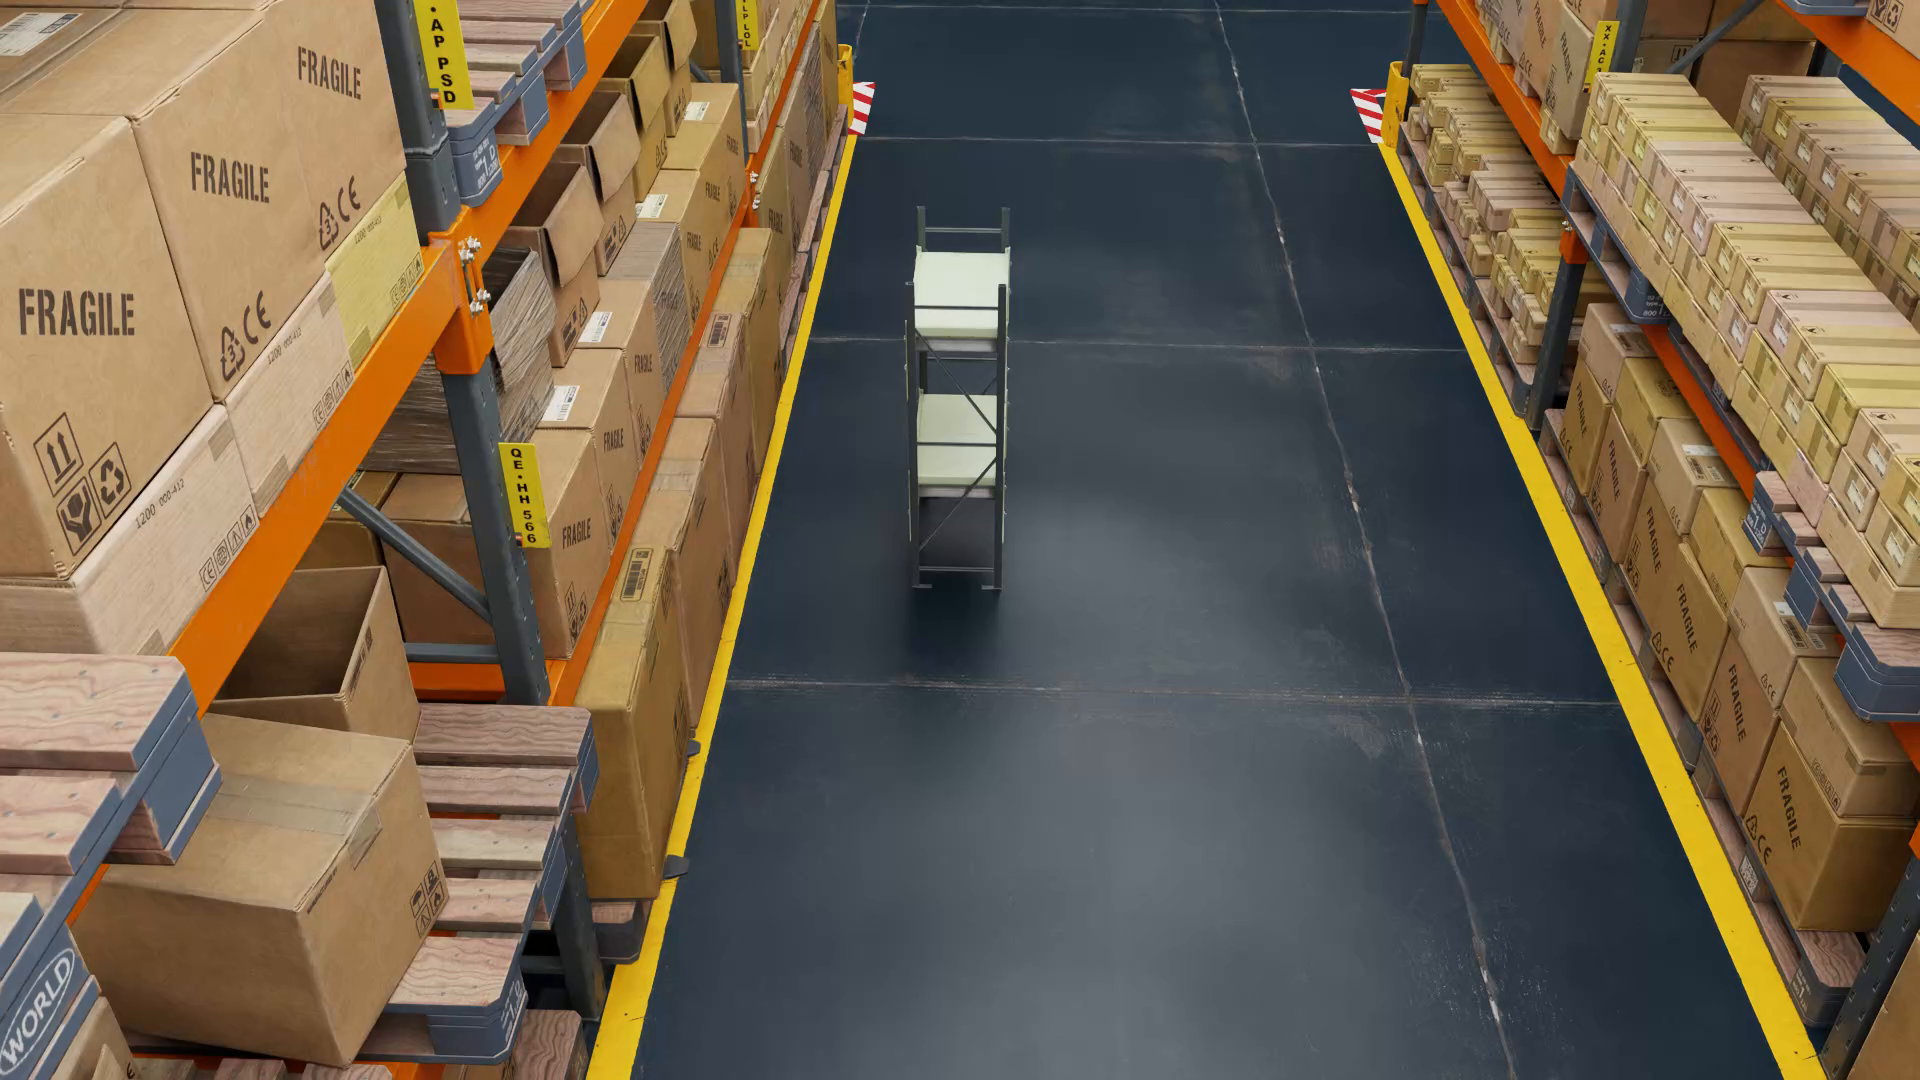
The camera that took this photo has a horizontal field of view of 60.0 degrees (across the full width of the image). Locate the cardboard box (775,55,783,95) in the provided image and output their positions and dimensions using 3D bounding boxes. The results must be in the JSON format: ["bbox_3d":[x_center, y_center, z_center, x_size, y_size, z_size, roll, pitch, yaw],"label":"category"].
[{"bbox_3d":[-1.152,-2.491,8.905,0.380,0.149,0.250,0,35,1],"label":"cardboard box"}]

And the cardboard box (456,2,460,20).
[{"bbox_3d":[-1.734,-1.474,4.174,0.797,0.503,0.637,3,35,5],"label":"cardboard box"}]

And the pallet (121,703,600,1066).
[{"bbox_3d":[-1.608,0.810,4.155,1.213,0.211,1.003,1,35,2],"label":"pallet"}]

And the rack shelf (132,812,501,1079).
[{"bbox_3d":[-1.767,1.763,3.258,1.077,0.370,4.000,1,35,2],"label":"rack shelf"}]

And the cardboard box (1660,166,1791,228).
[{"bbox_3d":[2.911,-1.305,6.333,0.380,0.149,0.250,1,35,1],"label":"cardboard box"}]

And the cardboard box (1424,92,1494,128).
[{"bbox_3d":[3.198,-2.757,10.660,0.380,0.149,0.250,1,35,2],"label":"cardboard box"}]

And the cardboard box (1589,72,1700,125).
[{"bbox_3d":[2.951,-1.902,7.184,0.380,0.149,0.250,3,35,4],"label":"cardboard box"}]

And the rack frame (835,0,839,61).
[{"bbox_3d":[-1.365,-4.277,11.226,1.000,3.000,0.127,1,35,2],"label":"rack frame"}]

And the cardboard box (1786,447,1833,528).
[{"bbox_3d":[2.848,-0.161,5.224,0.380,0.149,0.250,2,35,3],"label":"cardboard box"}]

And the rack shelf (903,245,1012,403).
[{"bbox_3d":[0.000,-0.929,7.089,0.431,0.370,0.720,1,35,2],"label":"rack shelf"}]

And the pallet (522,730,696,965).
[{"bbox_3d":[-1.579,1.009,6.130,1.003,0.211,1.213,1,35,2],"label":"pallet"}]

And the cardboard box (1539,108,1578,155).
[{"bbox_3d":[3.105,-2.023,8.238,0.380,0.149,0.250,0,35,1],"label":"cardboard box"}]

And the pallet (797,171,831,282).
[{"bbox_3d":[-1.371,-1.975,10.377,1.003,0.211,1.213,1,35,2],"label":"pallet"}]

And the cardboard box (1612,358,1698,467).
[{"bbox_3d":[3.114,-0.537,7.062,0.500,0.250,0.500,2,35,3],"label":"cardboard box"}]

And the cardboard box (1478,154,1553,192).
[{"bbox_3d":[3.279,-2.156,9.806,0.380,0.149,0.250,1,35,2],"label":"cardboard box"}]

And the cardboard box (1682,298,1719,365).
[{"bbox_3d":[2.891,-0.764,6.082,0.380,0.149,0.250,0,35,0],"label":"cardboard box"}]

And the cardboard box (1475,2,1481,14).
[{"bbox_3d":[3.305,-3.215,9.934,0.380,0.149,0.250,1,35,1],"label":"cardboard box"}]

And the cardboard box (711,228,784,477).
[{"bbox_3d":[-1.531,-0.913,7.923,1.225,0.875,0.875,1,35,2],"label":"cardboard box"}]

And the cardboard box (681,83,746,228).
[{"bbox_3d":[-1.271,-1.744,7.536,0.500,0.500,0.500,1,35,2],"label":"cardboard box"}]

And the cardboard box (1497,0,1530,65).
[{"bbox_3d":[3.207,-2.837,8.832,0.500,0.500,0.500,1,35,2],"label":"cardboard box"}]

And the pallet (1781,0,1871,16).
[{"bbox_3d":[3.257,-2.008,5.553,1.213,0.211,1.003,1,35,2],"label":"pallet"}]

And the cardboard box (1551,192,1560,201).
[{"bbox_3d":[3.793,-2.055,10.180,0.380,0.149,0.250,2,35,3],"label":"cardboard box"}]

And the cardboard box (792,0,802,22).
[{"bbox_3d":[-1.177,-3.169,9.522,0.500,0.250,0.500,1,35,2],"label":"cardboard box"}]

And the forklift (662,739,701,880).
[{"bbox_3d":[-2.467,-0.003,5.205,3.031,2.935,1.130,-2,35,-3],"label":"forklift"}]

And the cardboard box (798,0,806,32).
[{"bbox_3d":[-1.112,-3.083,9.747,0.380,0.149,0.250,2,35,3],"label":"cardboard box"}]

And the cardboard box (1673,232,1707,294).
[{"bbox_3d":[2.903,-1.027,6.197,0.380,0.149,0.250,1,35,1],"label":"cardboard box"}]

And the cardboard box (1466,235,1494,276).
[{"bbox_3d":[3.143,-1.639,9.588,0.380,0.149,0.250,1,35,2],"label":"cardboard box"}]

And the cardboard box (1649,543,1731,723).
[{"bbox_3d":[3.061,0.357,6.442,0.500,0.500,0.500,0,35,0],"label":"cardboard box"}]

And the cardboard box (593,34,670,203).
[{"bbox_3d":[-1.582,-1.669,6.556,0.797,0.503,0.637,2,35,2],"label":"cardboard box"}]

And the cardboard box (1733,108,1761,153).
[{"bbox_3d":[3.608,-1.763,7.245,0.380,0.149,0.250,2,35,3],"label":"cardboard box"}]

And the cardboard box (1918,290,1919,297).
[{"bbox_3d":[3.529,-0.836,5.667,0.380,0.149,0.250,2,35,3],"label":"cardboard box"}]

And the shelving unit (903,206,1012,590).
[{"bbox_3d":[0.000,-0.610,7.313,0.431,1.500,0.755,1,35,2],"label":"shelving unit"}]

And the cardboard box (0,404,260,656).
[{"bbox_3d":[-1.490,0.006,2.654,0.500,0.250,0.500,2,35,3],"label":"cardboard box"}]

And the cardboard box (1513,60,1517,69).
[{"bbox_3d":[3.255,-2.625,9.094,0.380,0.149,0.250,1,35,1],"label":"cardboard box"}]

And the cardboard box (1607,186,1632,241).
[{"bbox_3d":[2.932,-1.356,6.924,0.380,0.149,0.250,2,35,2],"label":"cardboard box"}]

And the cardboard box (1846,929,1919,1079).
[{"bbox_3d":[3.151,1.589,4.472,1.050,0.750,0.750,1,35,1],"label":"cardboard box"}]

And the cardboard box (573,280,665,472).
[{"bbox_3d":[-1.359,-0.585,5.887,0.500,0.500,0.500,1,35,1],"label":"cardboard box"}]

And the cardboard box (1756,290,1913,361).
[{"bbox_3d":[2.873,-0.699,5.472,0.380,0.149,0.250,1,35,2],"label":"cardboard box"}]

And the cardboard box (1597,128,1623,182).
[{"bbox_3d":[2.943,-1.632,7.058,0.380,0.149,0.250,1,35,1],"label":"cardboard box"}]

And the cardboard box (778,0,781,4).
[{"bbox_3d":[-1.207,-3.197,8.909,0.500,0.500,0.500,0,35,0],"label":"cardboard box"}]

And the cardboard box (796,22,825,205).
[{"bbox_3d":[-1.347,-2.687,10.447,0.875,0.875,0.875,1,35,2],"label":"cardboard box"}]

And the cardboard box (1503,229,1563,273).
[{"bbox_3d":[3.154,-1.556,8.952,0.380,0.149,0.250,1,35,1],"label":"cardboard box"}]

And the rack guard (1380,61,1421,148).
[{"bbox_3d":[3.584,-3.038,11.637,1.175,0.500,0.348,1,35,2],"label":"rack guard"}]

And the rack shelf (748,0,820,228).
[{"bbox_3d":[-1.445,-2.833,9.798,1.077,0.370,4.000,1,35,2],"label":"rack shelf"}]

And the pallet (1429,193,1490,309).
[{"bbox_3d":[3.464,-1.754,10.063,1.003,0.211,1.213,1,35,2],"label":"pallet"}]

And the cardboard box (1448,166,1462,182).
[{"bbox_3d":[3.280,-2.228,10.425,0.380,0.149,0.250,1,35,2],"label":"cardboard box"}]

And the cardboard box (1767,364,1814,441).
[{"bbox_3d":[2.858,-0.441,5.363,0.380,0.149,0.250,1,35,2],"label":"cardboard box"}]

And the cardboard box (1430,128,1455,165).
[{"bbox_3d":[3.202,-2.492,10.543,0.380,0.149,0.250,2,35,3],"label":"cardboard box"}]

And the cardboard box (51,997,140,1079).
[{"bbox_3d":[-1.983,1.167,3.246,0.500,0.250,0.500,0,35,1],"label":"cardboard box"}]

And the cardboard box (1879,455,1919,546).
[{"bbox_3d":[2.827,-0.112,4.637,0.380,0.149,0.250,0,35,0],"label":"cardboard box"}]

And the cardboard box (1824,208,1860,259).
[{"bbox_3d":[3.567,-1.163,6.390,0.380,0.149,0.250,0,35,-1],"label":"cardboard box"}]

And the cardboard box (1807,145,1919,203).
[{"bbox_3d":[3.573,-1.429,6.511,0.380,0.149,0.250,1,35,2],"label":"cardboard box"}]

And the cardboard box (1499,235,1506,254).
[{"bbox_3d":[3.221,-1.573,9.235,0.380,0.149,0.250,2,35,2],"label":"cardboard box"}]

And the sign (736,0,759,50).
[{"bbox_3d":[-0.983,-2.413,7.636,0.100,0.325,0.005,1,35,2],"label":"sign"}]

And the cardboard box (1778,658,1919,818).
[{"bbox_3d":[3.031,0.637,5.391,0.500,0.250,0.500,1,35,1],"label":"cardboard box"}]

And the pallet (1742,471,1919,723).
[{"bbox_3d":[3.188,0.159,5.082,1.213,0.211,1.003,1,35,2],"label":"pallet"}]

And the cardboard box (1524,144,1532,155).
[{"bbox_3d":[3.718,-2.471,10.512,0.380,0.149,0.250,1,35,1],"label":"cardboard box"}]
